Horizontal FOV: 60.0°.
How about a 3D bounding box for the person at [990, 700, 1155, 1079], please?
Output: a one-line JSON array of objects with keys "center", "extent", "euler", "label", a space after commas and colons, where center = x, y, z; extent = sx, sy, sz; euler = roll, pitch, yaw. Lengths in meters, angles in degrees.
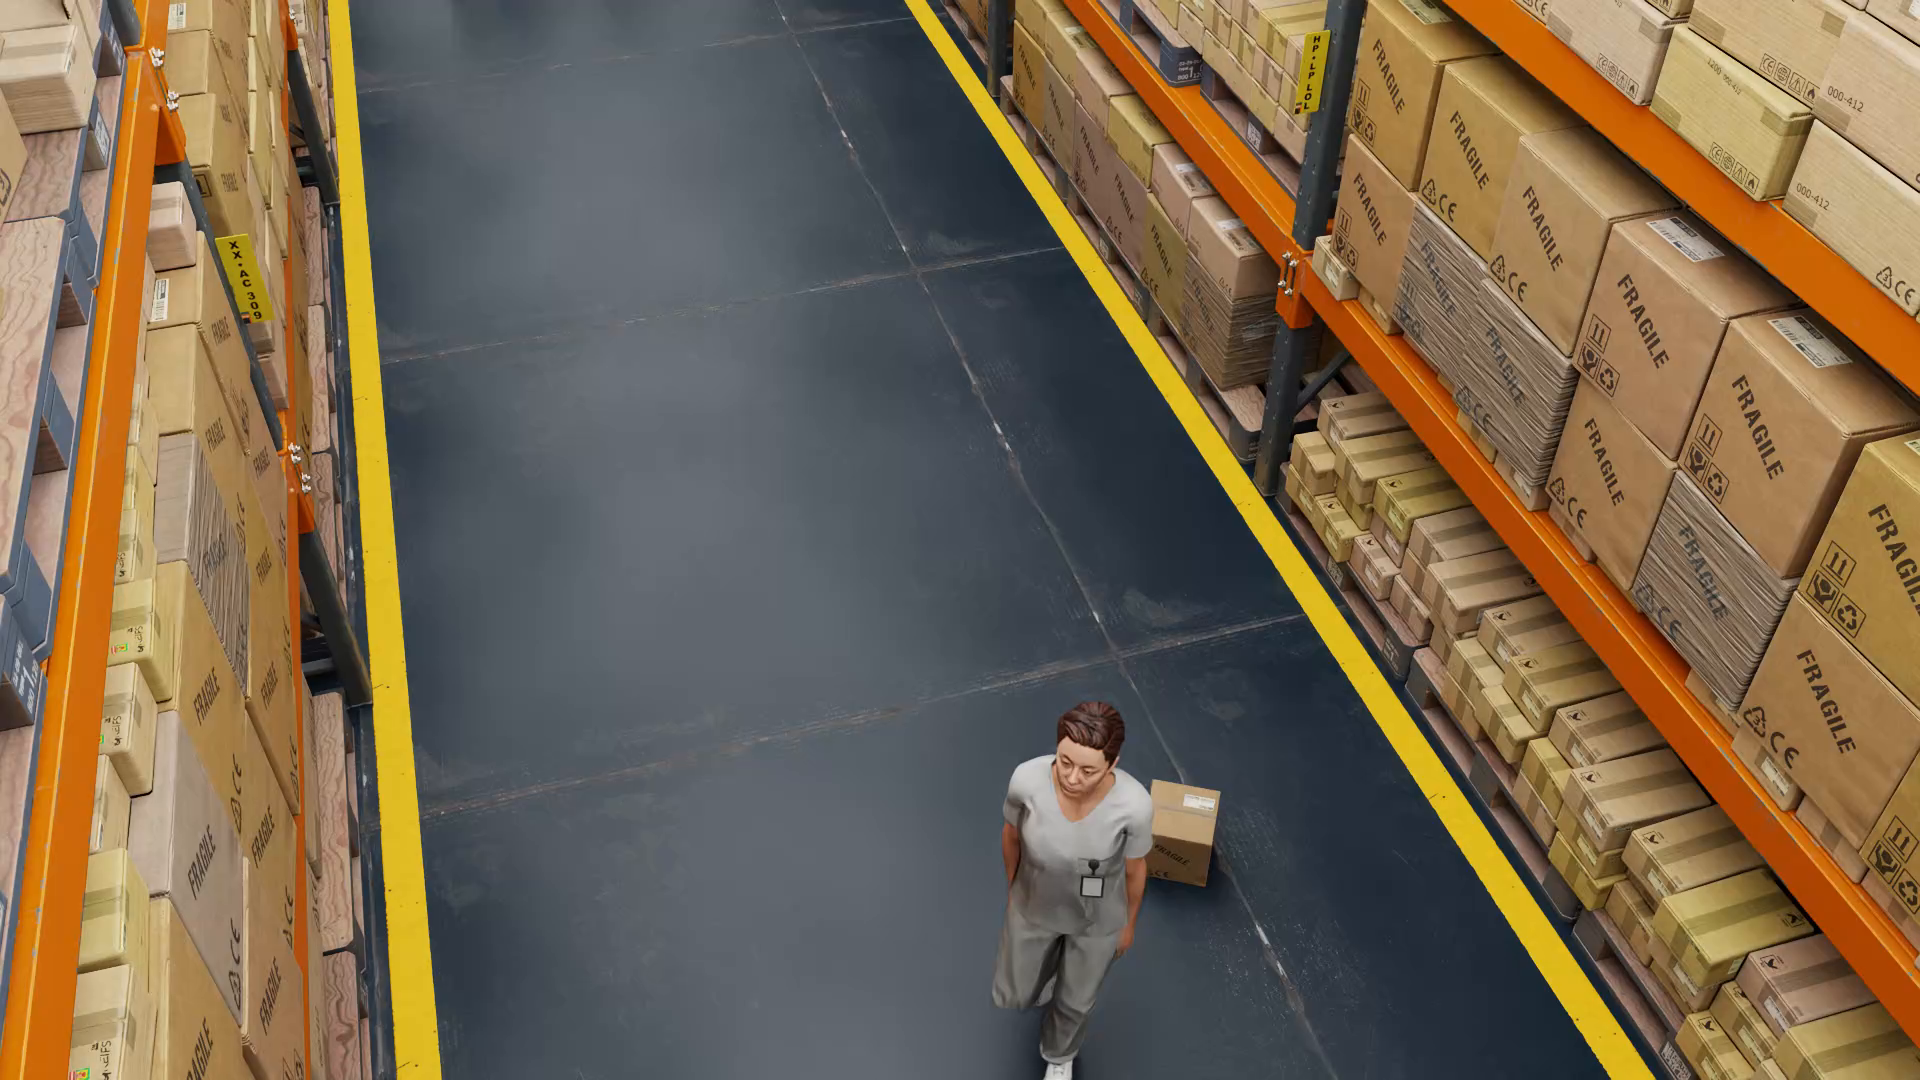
[{"center": [0.338, 1.049, 4.980], "extent": [0.441, 1.658, 0.526], "euler": [10, 43, 11], "label": "person"}]
